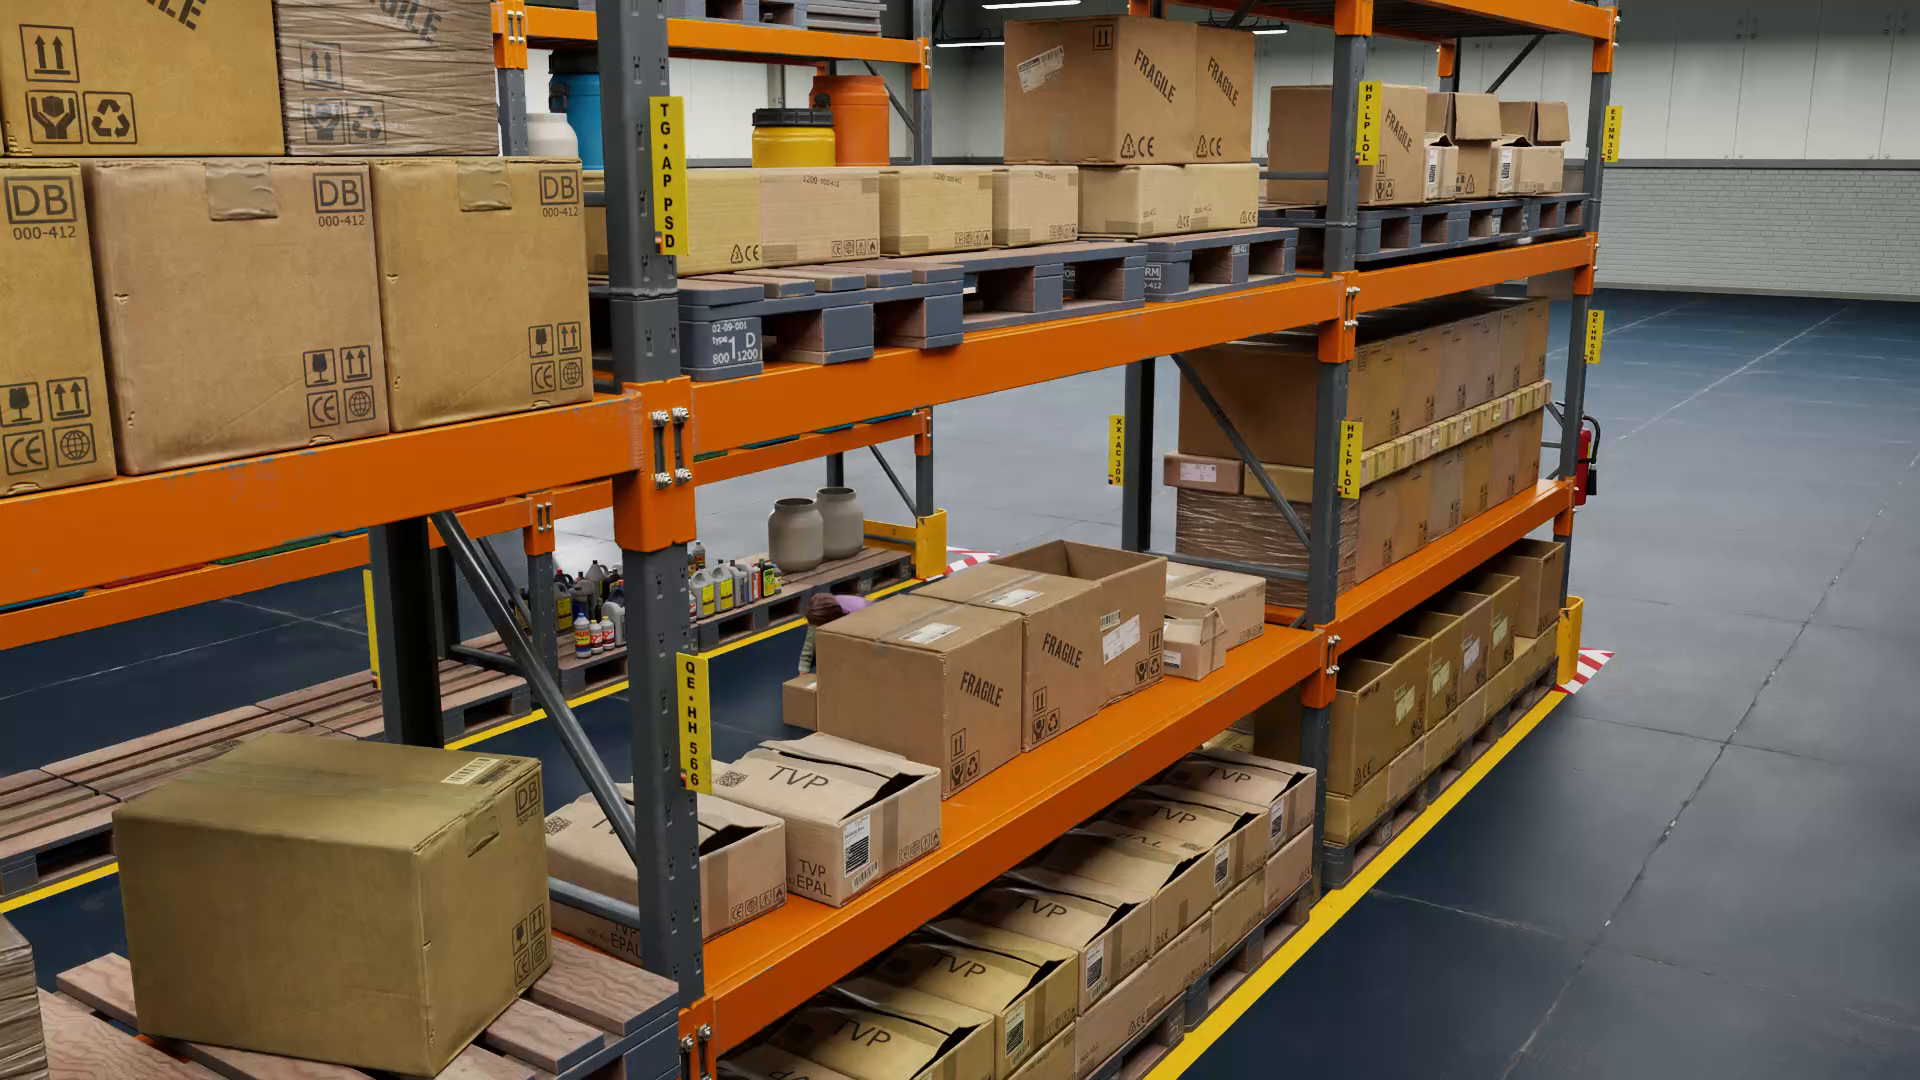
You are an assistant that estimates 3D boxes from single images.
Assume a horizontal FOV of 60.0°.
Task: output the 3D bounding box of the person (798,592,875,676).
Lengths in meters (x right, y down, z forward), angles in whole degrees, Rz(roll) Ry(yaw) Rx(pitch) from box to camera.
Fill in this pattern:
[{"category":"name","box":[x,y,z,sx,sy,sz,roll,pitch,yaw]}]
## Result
[{"category":"person","box":[-0.683,0.637,10.082,0.437,0.786,0.803,9,16,33]}]
